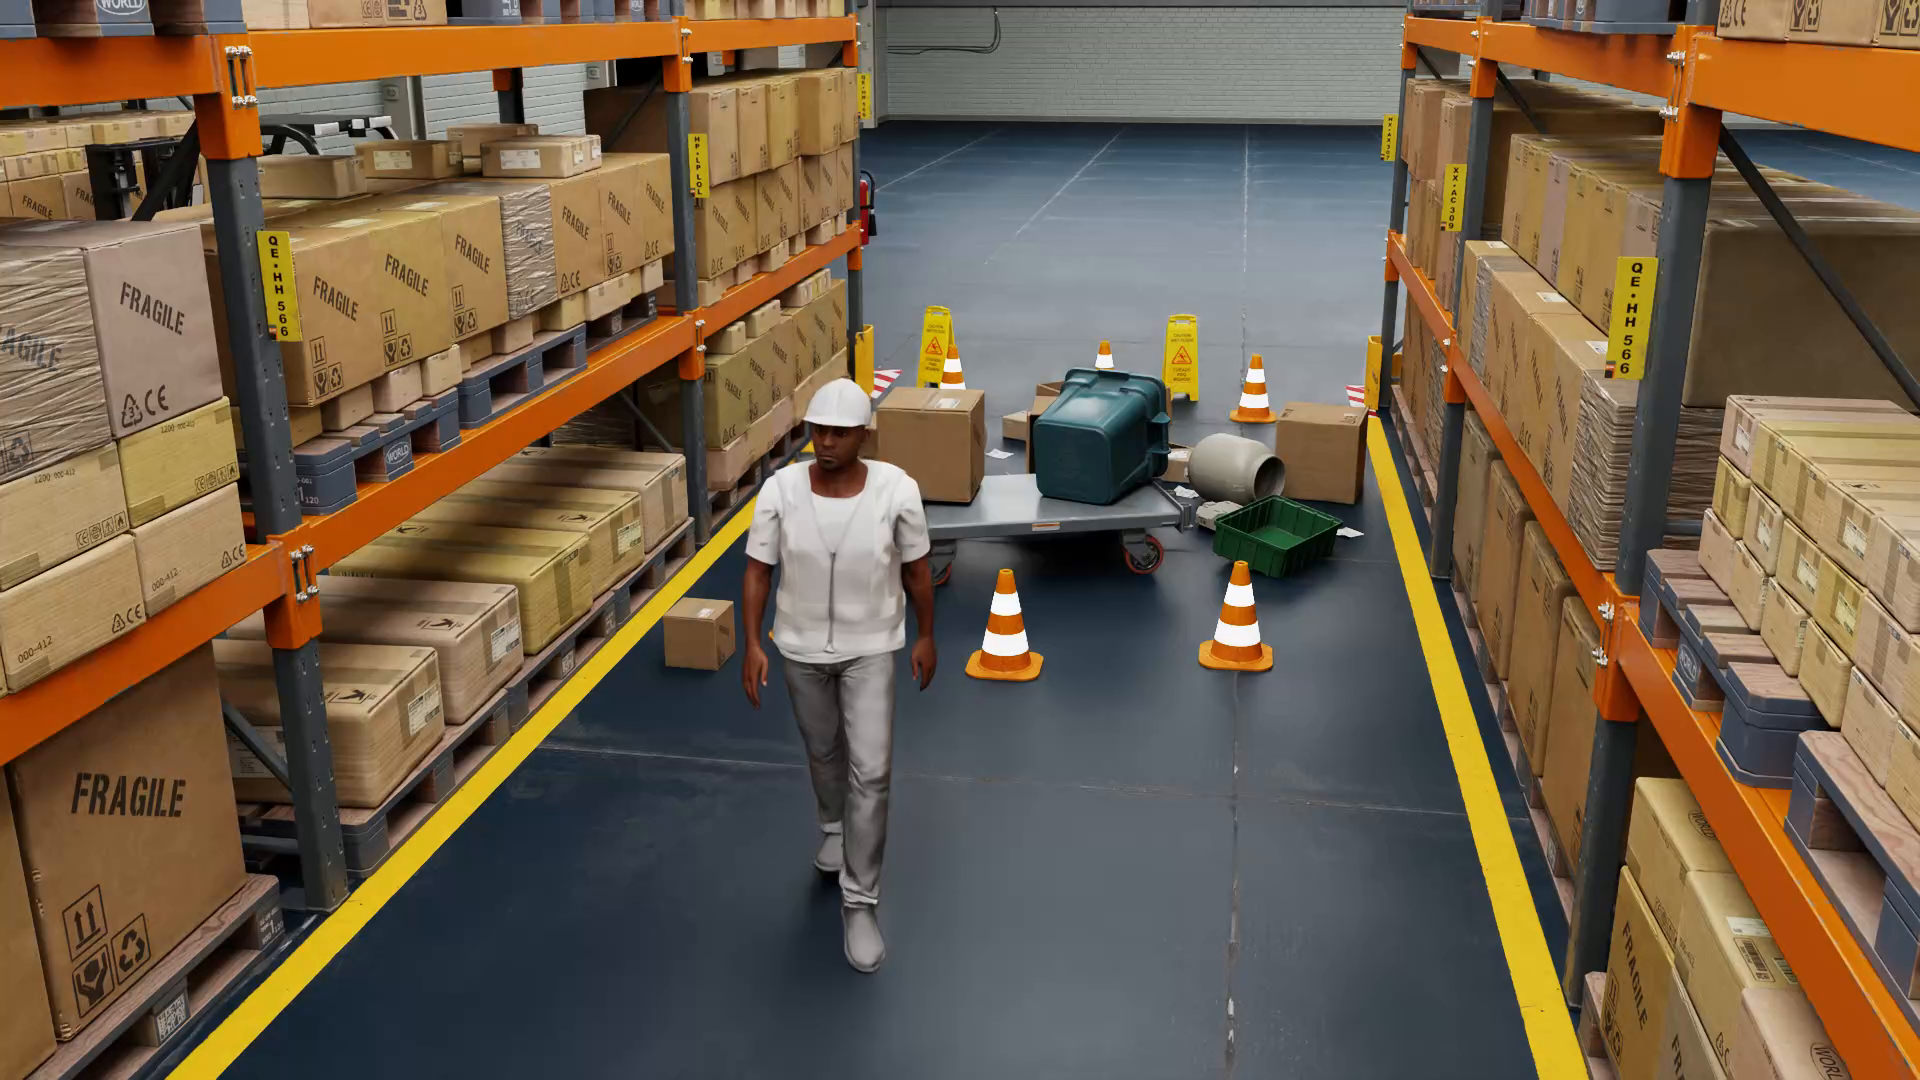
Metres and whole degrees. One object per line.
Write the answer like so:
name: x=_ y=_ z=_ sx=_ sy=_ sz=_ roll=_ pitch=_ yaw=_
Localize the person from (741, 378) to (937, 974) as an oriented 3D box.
person: x=-0.403 y=0.379 z=5.319 sx=0.606 sy=1.773 sz=0.826 roll=2 pitch=18 yaw=7
